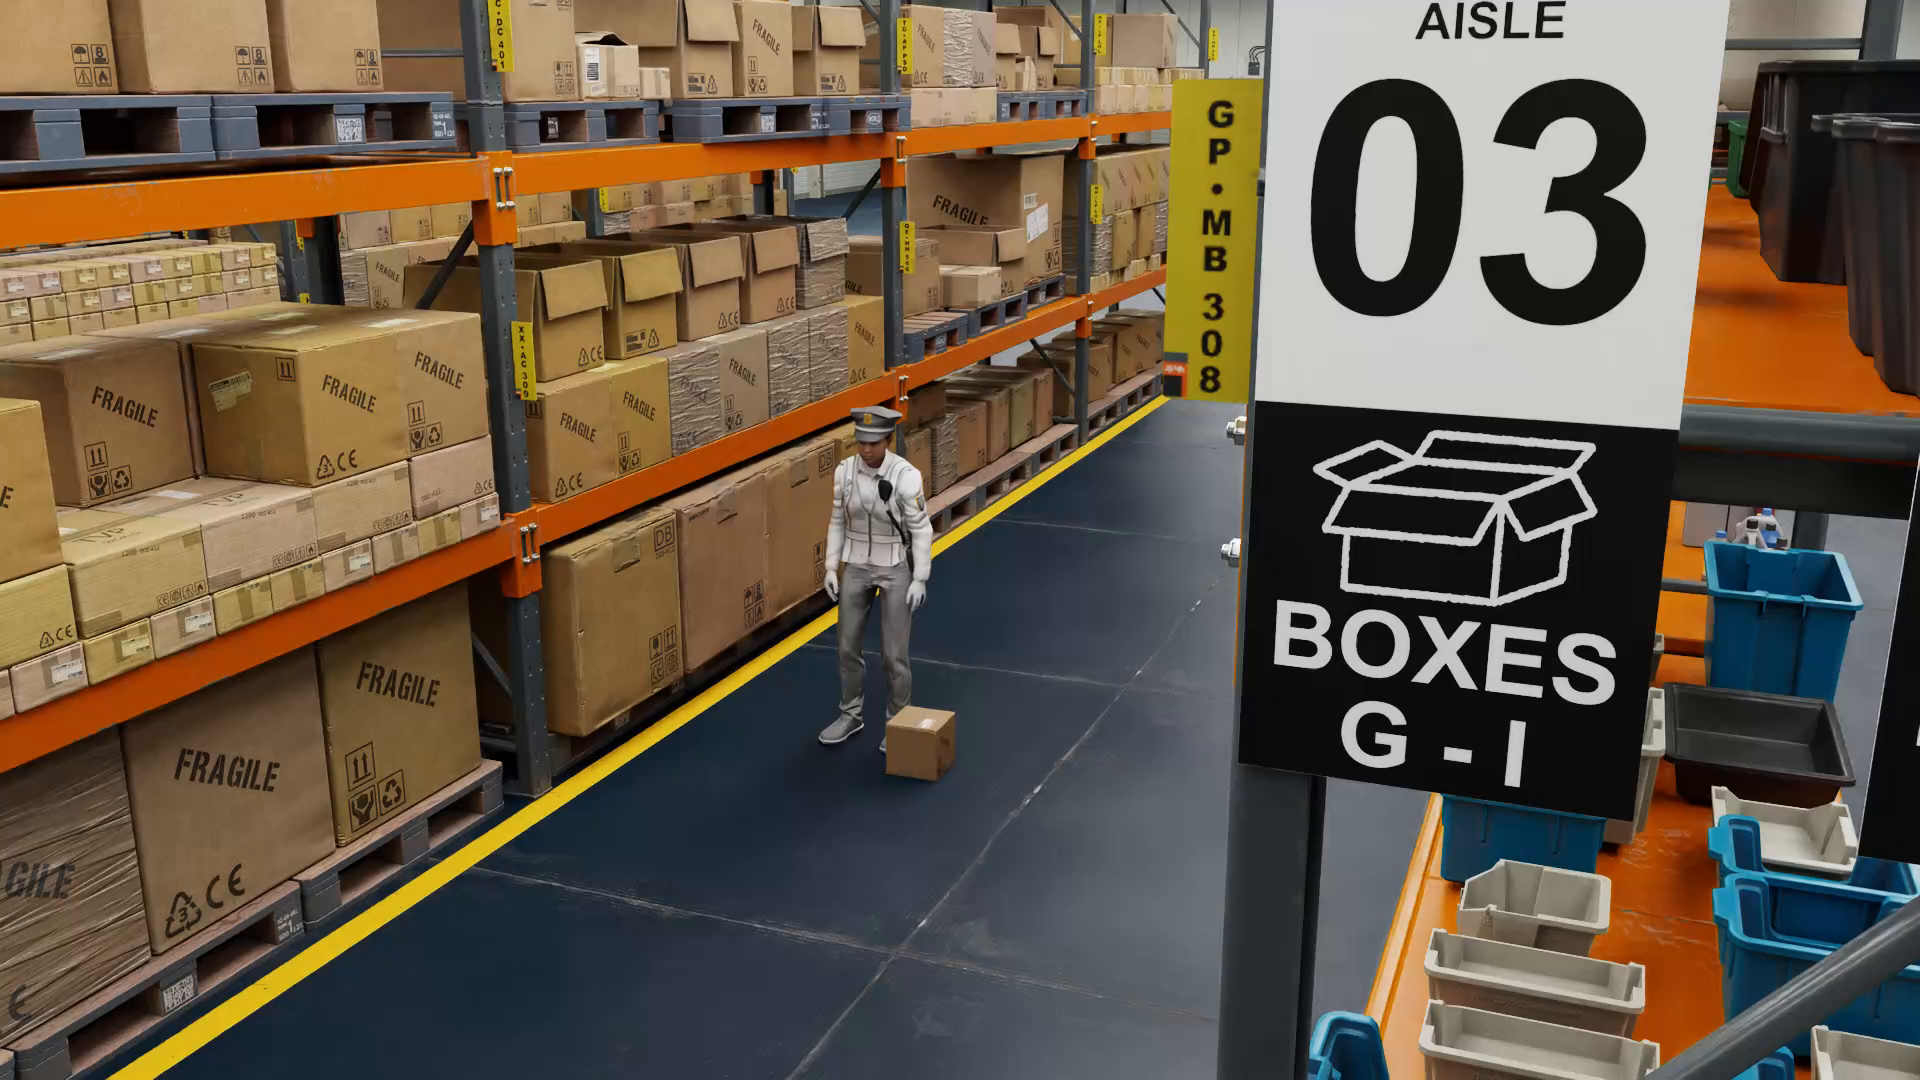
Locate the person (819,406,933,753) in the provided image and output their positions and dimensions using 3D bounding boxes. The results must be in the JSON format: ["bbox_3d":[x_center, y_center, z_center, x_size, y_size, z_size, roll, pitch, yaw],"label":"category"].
[{"bbox_3d":[-0.397,0.174,7.895,0.536,1.661,0.373,5,16,19],"label":"person"}]
